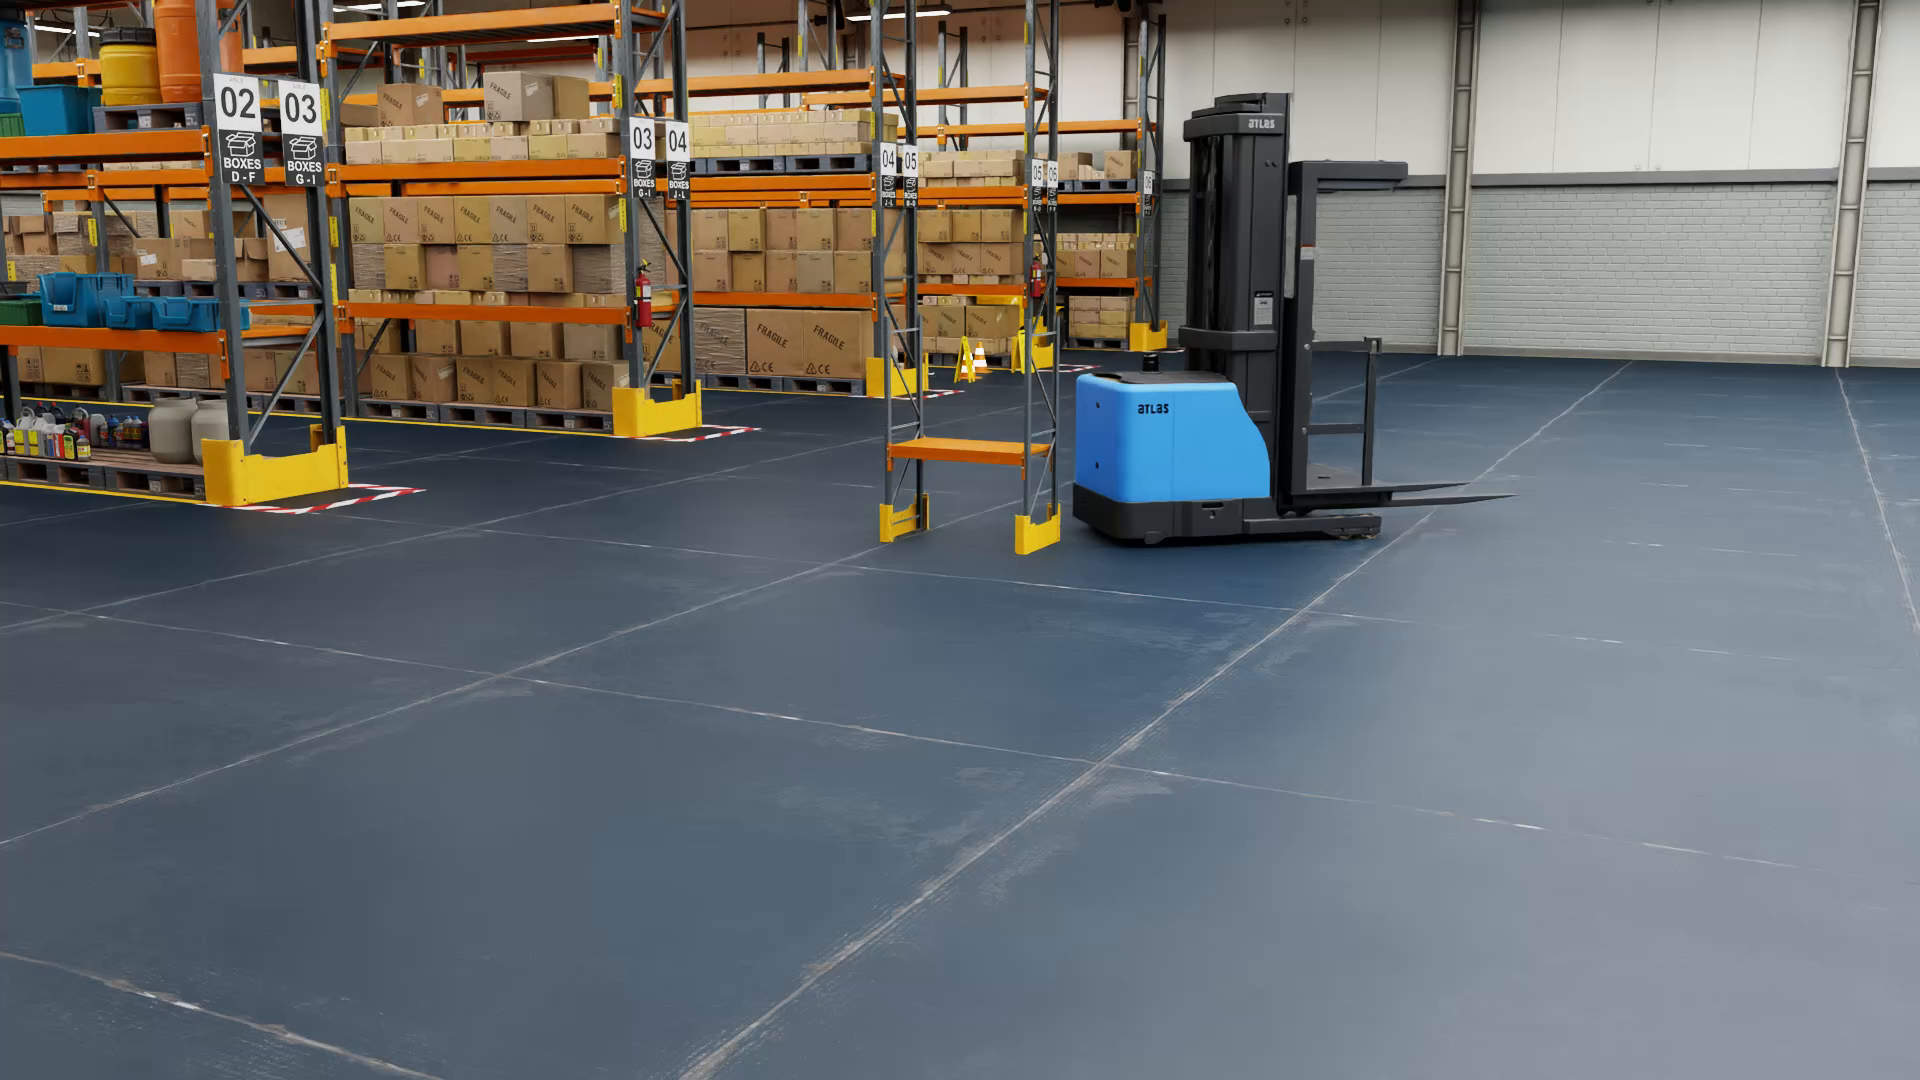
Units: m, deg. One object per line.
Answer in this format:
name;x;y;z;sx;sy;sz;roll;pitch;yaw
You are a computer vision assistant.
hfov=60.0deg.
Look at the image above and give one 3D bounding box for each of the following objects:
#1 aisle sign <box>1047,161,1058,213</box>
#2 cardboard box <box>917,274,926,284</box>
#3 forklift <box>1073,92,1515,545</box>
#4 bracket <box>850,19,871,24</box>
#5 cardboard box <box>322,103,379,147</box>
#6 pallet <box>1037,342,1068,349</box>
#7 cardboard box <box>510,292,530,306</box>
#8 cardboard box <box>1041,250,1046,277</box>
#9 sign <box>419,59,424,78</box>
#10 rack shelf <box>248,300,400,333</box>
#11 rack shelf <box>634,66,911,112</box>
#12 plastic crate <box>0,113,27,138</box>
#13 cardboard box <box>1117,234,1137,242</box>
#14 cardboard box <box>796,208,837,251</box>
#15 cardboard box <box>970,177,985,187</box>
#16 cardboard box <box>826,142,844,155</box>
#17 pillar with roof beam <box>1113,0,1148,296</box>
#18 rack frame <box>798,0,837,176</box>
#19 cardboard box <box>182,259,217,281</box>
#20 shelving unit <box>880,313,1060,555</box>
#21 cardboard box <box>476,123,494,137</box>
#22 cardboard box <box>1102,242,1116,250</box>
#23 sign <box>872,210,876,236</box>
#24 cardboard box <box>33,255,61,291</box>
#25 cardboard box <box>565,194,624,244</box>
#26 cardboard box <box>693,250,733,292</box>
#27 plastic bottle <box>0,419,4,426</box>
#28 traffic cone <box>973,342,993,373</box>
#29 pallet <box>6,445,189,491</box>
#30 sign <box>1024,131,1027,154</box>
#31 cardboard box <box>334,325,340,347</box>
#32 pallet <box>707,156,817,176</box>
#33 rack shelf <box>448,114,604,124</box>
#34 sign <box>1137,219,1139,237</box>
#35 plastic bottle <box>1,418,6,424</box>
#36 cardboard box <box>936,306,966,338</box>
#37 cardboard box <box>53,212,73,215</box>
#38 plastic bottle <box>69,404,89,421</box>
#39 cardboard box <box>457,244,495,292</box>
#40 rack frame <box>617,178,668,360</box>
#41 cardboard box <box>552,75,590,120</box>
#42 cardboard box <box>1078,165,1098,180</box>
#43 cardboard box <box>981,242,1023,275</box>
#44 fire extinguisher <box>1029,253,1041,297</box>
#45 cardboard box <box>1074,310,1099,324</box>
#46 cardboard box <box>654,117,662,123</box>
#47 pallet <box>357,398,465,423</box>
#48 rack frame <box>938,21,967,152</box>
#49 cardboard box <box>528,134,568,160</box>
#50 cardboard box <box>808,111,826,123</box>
aisle sign;1.454;-5.534;26.084;0.004;0.787;0.394;5;11;26
cardboard box;-0.531;-4.205;26.748;0.250;0.149;0.380;5;11;26
forklift;2.371;-1.531;11.458;3.031;2.935;1.130;-3;11;-14
bracket;-1.937;-10.308;32.813;0.430;0.232;0.235;5;11;26
cardboard box;-7.088;-4.729;19.044;0.637;0.503;0.797;4;11;23
pallet;1.660;-3.781;31.527;1.213;0.211;1.003;5;11;26
cardboard box;-4.599;-2.589;17.818;0.250;0.149;0.380;5;11;26
cardboard box;1.520;-5.170;31.090;0.500;0.500;0.500;5;11;26
sign;-9.768;-8.558;30.183;0.005;0.325;0.100;5;11;26
rack shelf;-8.504;-2.746;20.000;4.000;0.370;1.077;5;11;26
rack shelf;-2.632;-5.970;22.093;4.000;0.370;1.077;5;11;26
plastic crate;-7.608;-3.355;13.519;0.450;0.188;0.336;5;11;26
cardboard box;3.040;-5.512;30.327;0.250;0.149;0.380;5;11;26
cardboard box;-1.688;-4.081;21.901;0.550;0.550;0.875;5;11;26
cardboard box;0.357;-5.587;25.958;0.250;0.149;0.380;5;12;28
cardboard box;-1.512;-5.012;21.322;0.250;0.149;0.380;5;11;26
pillar with roof beam;1.324;-7.466;27.216;0.548;9.000;9.100;5;11;26
rack frame;-2.326;-7.477;27.276;0.127;3.000;1.000;5;11;26
cardboard box;-8.897;-3.222;19.850;0.500;0.250;0.500;5;11;24
shelving unit;0.068;-0.732;11.063;1.083;1.500;0.587;5;11;26
cardboard box;-4.899;-4.330;17.613;0.250;0.149;0.380;4;11;23
cardboard box;2.777;-5.369;30.373;0.250;0.149;0.380;5;12;27
sign;-1.091;-4.012;21.060;0.005;0.325;0.100;5;11;26
cardboard box;-11.295;-3.346;21.017;0.500;0.500;0.500;5;11;25
cardboard box;-3.726;-3.319;17.221;0.500;0.500;0.500;5;11;26
cardboard box;-3.154;-3.672;22.676;0.550;0.550;0.875;5;11;26
plastic bottle;-8.193;-0.920;14.092;0.185;0.351;0.144;4;11;23
traffic cone;0.305;-2.789;25.344;0.334;0.463;0.336;5;11;26
pallet;-7.220;-0.624;14.084;1.213;0.211;1.003;5;11;26
sign;0.998;-6.035;25.242;0.005;0.325;0.100;5;11;26
cardboard box;-9.664;-3.109;25.826;0.500;0.500;0.500;4;11;23
pallet;-2.606;-4.996;22.241;1.213;0.211;1.003;5;11;26
rack shelf;-7.707;-7.399;29.988;4.000;0.370;1.077;5;11;26
sign;3.202;-5.604;29.854;0.005;0.325;0.100;5;11;26
plastic bottle;-8.179;-0.903;14.224;0.097;0.271;0.097;0;10;0
cardboard box;-0.042;-3.495;26.552;0.500;0.500;0.500;6;12;28
cardboard box;-14.902;-5.282;28.069;0.500;0.500;0.500;5;11;25
plastic bottle;-7.735;-1.019;14.641;0.185;0.351;0.144;5;11;25
cardboard box;-4.979;-2.978;18.148;0.500;0.500;0.875;5;11;26
rack frame;-4.425;-3.727;23.398;0.127;3.000;1.000;5;11;26
cardboard box;-4.335;-4.705;17.861;0.500;0.500;0.500;5;11;26
cardboard box;2.349;-6.705;30.352;0.258;0.266;0.396;5;11;26
cardboard box;0.653;-4.404;26.027;0.500;0.500;0.500;5;11;25
fire extinguisher;1.160;-4.089;25.619;0.183;0.674;0.296;5;11;26
cardboard box;2.434;-4.132;30.778;0.500;0.250;0.500;5;11;25
cardboard box;-4.020;-5.624;22.468;0.250;0.149;0.380;5;11;25
pallet;-6.093;-1.523;19.053;1.213;0.211;1.003;5;11;26
rack frame;-0.133;-8.270;31.658;0.127;3.000;1.000;5;11;26
cardboard box;-4.117;-4.066;17.271;0.500;0.250;0.500;5;11;26
cardboard box;-1.744;-5.424;21.363;0.250;0.149;0.380;5;12;27
